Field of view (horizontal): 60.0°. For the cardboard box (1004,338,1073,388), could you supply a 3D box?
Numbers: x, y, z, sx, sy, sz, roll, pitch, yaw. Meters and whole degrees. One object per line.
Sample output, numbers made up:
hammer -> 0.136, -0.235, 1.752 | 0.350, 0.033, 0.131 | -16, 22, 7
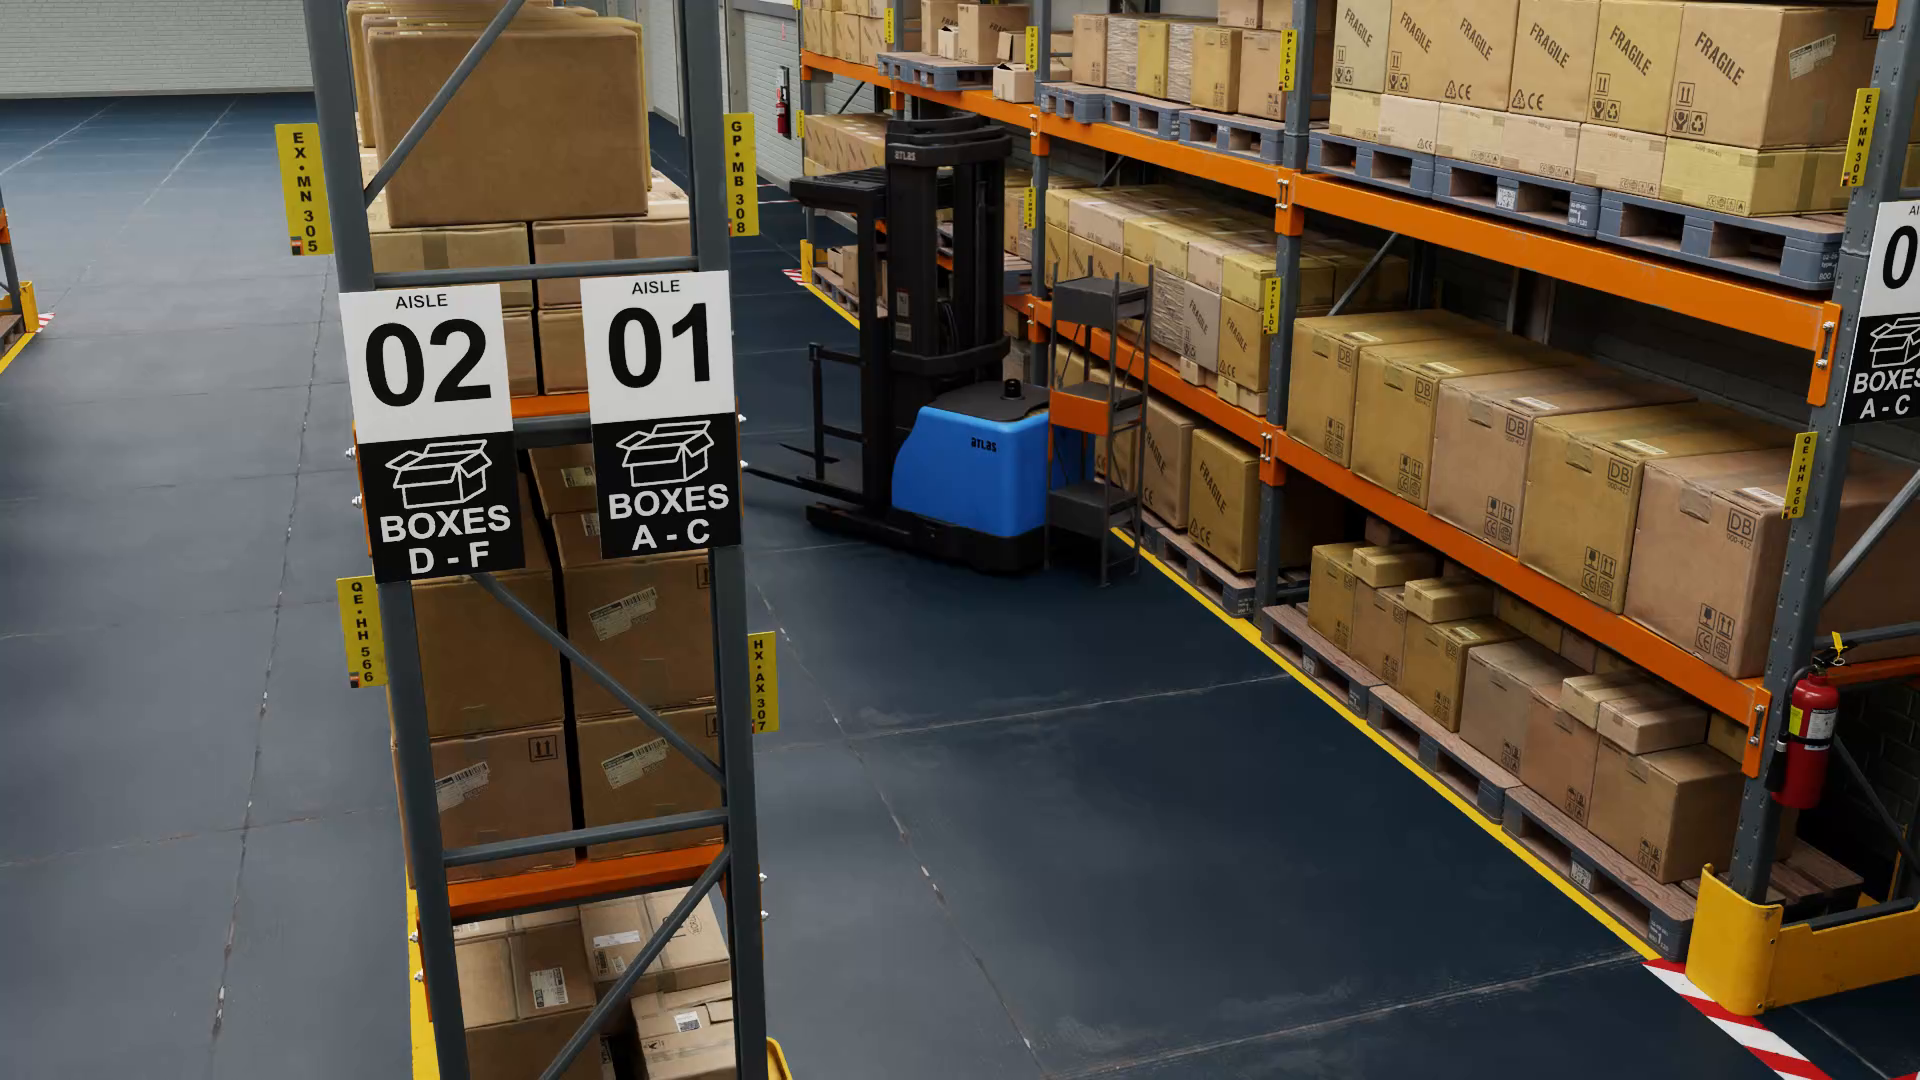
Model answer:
cardboard box -> 0.797, -1.455, 14.576 | 0.700, 0.500, 0.500 | -6, 21, -16

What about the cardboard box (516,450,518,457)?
cardboard box -> -1.645, -0.444, 7.089 | 0.500, 0.500, 0.500 | -6, 21, -17

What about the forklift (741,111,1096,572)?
forklift -> -0.493, -1.553, 11.905 | 3.031, 2.935, 1.130 | 16, 25, 37

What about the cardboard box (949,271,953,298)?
cardboard box -> 0.204, -2.490, 16.350 | 0.500, 0.250, 0.500 | -7, 21, -18

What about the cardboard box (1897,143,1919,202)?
cardboard box -> 3.591, -1.477, 6.608 | 0.500, 0.250, 0.500 | -5, 20, -14

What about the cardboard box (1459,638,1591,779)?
cardboard box -> 2.956, 0.812, 8.296 | 0.700, 0.500, 0.500 | -7, 21, -19

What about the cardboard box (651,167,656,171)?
cardboard box -> -1.342, -1.194, 5.847 | 0.500, 0.250, 0.500 | -6, 21, -17

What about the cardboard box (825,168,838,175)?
cardboard box -> -1.258, -4.185, 19.323 | 0.500, 0.250, 0.500 | -7, 21, -18

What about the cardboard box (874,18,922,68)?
cardboard box -> -0.579, -5.087, 17.027 | 0.500, 0.500, 0.500 | -6, 21, -16

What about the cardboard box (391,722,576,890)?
cardboard box -> -1.513, 0.734, 5.286 | 0.500, 0.500, 0.500 | -6, 21, -16

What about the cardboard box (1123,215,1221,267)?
cardboard box -> 1.468, -2.079, 11.541 | 0.500, 0.250, 0.500 | -7, 21, -18

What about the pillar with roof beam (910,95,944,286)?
pillar with roof beam -> -4.487, -6.999, 18.090 | 9.100, 9.000, 0.400 | -6, 21, -17

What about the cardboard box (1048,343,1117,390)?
cardboard box -> 1.179, -1.134, 13.196 | 0.750, 0.750, 0.750 | -7, 21, -18

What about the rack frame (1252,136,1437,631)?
rack frame -> 2.330, -0.915, 10.026 | 1.000, 3.000, 0.127 | -6, 21, -17

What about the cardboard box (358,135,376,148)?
cardboard box -> -2.149, -1.459, 6.587 | 0.500, 0.250, 0.500 | -6, 21, -17

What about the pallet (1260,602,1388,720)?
pallet -> 2.495, 0.650, 9.795 | 1.003, 0.211, 1.213 | -6, 21, -17

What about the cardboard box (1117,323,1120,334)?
cardboard box -> 1.317, -1.633, 12.369 | 0.380, 0.149, 0.250 | -6, 21, -16

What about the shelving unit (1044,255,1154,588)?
shelving unit -> 0.903, -0.775, 10.957 | 0.503, 2.100, 0.431 | 17, 26, 39

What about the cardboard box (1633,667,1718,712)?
cardboard box -> 3.342, 0.685, 7.690 | 0.380, 0.149, 0.250 | -6, 21, -17

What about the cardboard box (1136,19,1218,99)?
cardboard box -> 1.658, -3.371, 11.629 | 0.700, 0.500, 0.500 | -5, 20, -14

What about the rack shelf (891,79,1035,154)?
rack shelf -> 0.444, -3.913, 15.001 | 1.077, 0.370, 4.000 | -6, 21, -17

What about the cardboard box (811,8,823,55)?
cardboard box -> -1.439, -5.924, 19.357 | 0.500, 0.500, 0.500 | -5, 20, -14

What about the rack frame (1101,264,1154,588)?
rack frame -> 1.085, -0.718, 10.805 | 0.015, 2.100, 0.400 | 17, 26, 39

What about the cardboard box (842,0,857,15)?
cardboard box -> -0.956, -5.894, 17.795 | 0.500, 0.500, 0.500 | -7, 21, -19

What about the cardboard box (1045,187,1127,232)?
cardboard box -> 0.980, -2.566, 12.895 | 0.500, 0.250, 0.500 | -6, 21, -16

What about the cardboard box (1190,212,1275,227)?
cardboard box -> 1.940, -2.135, 11.696 | 0.500, 0.250, 0.500 | -7, 21, -18

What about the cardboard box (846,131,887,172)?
cardboard box -> -0.937, -4.215, 18.297 | 0.500, 0.500, 0.500 | -7, 21, -19

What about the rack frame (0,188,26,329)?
rack frame -> -10.847, -3.713, 17.817 | 1.000, 3.000, 0.127 | -6, 21, -17

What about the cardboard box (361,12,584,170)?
cardboard box -> -1.627, -1.515, 5.632 | 0.700, 0.500, 0.500 | -6, 21, -17

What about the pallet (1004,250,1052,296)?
pallet -> 0.748, -2.326, 14.237 | 1.213, 0.211, 1.003 | -6, 21, -17

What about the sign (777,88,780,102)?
sign -> -3.103, -7.561, 28.476 | 0.001, 0.329, 0.234 | -6, 21, -17

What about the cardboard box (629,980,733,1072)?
cardboard box -> -0.998, 1.772, 6.087 | 0.380, 0.166, 0.250 | -6, 21, -17

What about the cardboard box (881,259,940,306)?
cardboard box -> -0.549, -2.842, 18.437 | 0.500, 0.500, 0.500 | -8, 21, -21

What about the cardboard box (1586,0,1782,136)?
cardboard box -> 2.951, -1.938, 6.780 | 0.500, 0.500, 0.500 | -6, 21, -16

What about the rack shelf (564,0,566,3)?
rack shelf -> -3.000, -3.326, 9.519 | 1.077, 0.370, 4.000 | -6, 21, -17

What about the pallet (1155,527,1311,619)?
pallet -> 2.016, 0.158, 11.165 | 1.003, 0.211, 1.213 | -6, 21, -17

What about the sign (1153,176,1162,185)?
sign -> 1.599, -2.803, 13.571 | 0.100, 0.325, 0.005 | -6, 21, -17

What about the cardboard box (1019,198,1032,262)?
cardboard box -> 0.916, -2.602, 13.926 | 0.700, 0.500, 0.500 | -9, 22, -24

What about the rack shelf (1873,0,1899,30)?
rack shelf -> 2.959, -2.570, 7.414 | 1.077, 0.370, 4.000 | -6, 21, -17

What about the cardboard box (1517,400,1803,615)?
cardboard box -> 3.178, -0.167, 7.501 | 0.980, 0.700, 0.700 | -7, 21, -18

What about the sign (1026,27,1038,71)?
sign -> 0.557, -3.796, 12.847 | 0.100, 0.325, 0.005 | -6, 21, -17

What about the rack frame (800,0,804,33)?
rack frame -> -1.442, -7.589, 19.733 | 1.000, 3.000, 0.127 | -6, 21, -17

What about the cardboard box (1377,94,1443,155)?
cardboard box -> 2.444, -2.086, 8.302 | 0.500, 0.250, 0.500 | -7, 21, -18

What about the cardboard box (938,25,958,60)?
cardboard box -> 0.105, -4.668, 15.548 | 0.500, 0.311, 0.500 | -6, 21, -15

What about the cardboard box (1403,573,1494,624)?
cardboard box -> 2.566, 0.306, 8.743 | 0.380, 0.149, 0.250 | -7, 21, -19

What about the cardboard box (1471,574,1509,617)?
cardboard box -> 2.940, 0.276, 8.826 | 0.380, 0.149, 0.250 | -6, 21, -17

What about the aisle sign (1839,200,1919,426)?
aisle sign -> 3.325, -0.800, 5.860 | 0.394, 0.787, 0.004 | -6, 21, -17

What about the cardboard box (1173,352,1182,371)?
cardboard box -> 1.662, -1.215, 11.203 | 0.380, 0.149, 0.250 | -6, 21, -17

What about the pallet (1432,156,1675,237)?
pallet -> 2.957, -1.630, 7.712 | 1.003, 0.211, 1.213 | -6, 21, -17

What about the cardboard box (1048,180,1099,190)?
cardboard box -> 0.936, -2.865, 13.698 | 0.380, 0.149, 0.250 | -9, 22, -24

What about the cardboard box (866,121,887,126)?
cardboard box -> -0.776, -4.601, 19.371 | 0.500, 0.500, 0.500 | -7, 21, -19

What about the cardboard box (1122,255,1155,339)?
cardboard box -> 1.464, -1.717, 11.642 | 0.500, 0.500, 0.500 | -6, 21, -16

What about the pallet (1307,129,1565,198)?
pallet -> 2.577, -2.021, 8.800 | 1.003, 0.211, 1.213 | -6, 21, -17

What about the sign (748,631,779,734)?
sign -> -0.599, 0.431, 4.998 | 0.100, 0.325, 0.005 | -6, 21, -17
